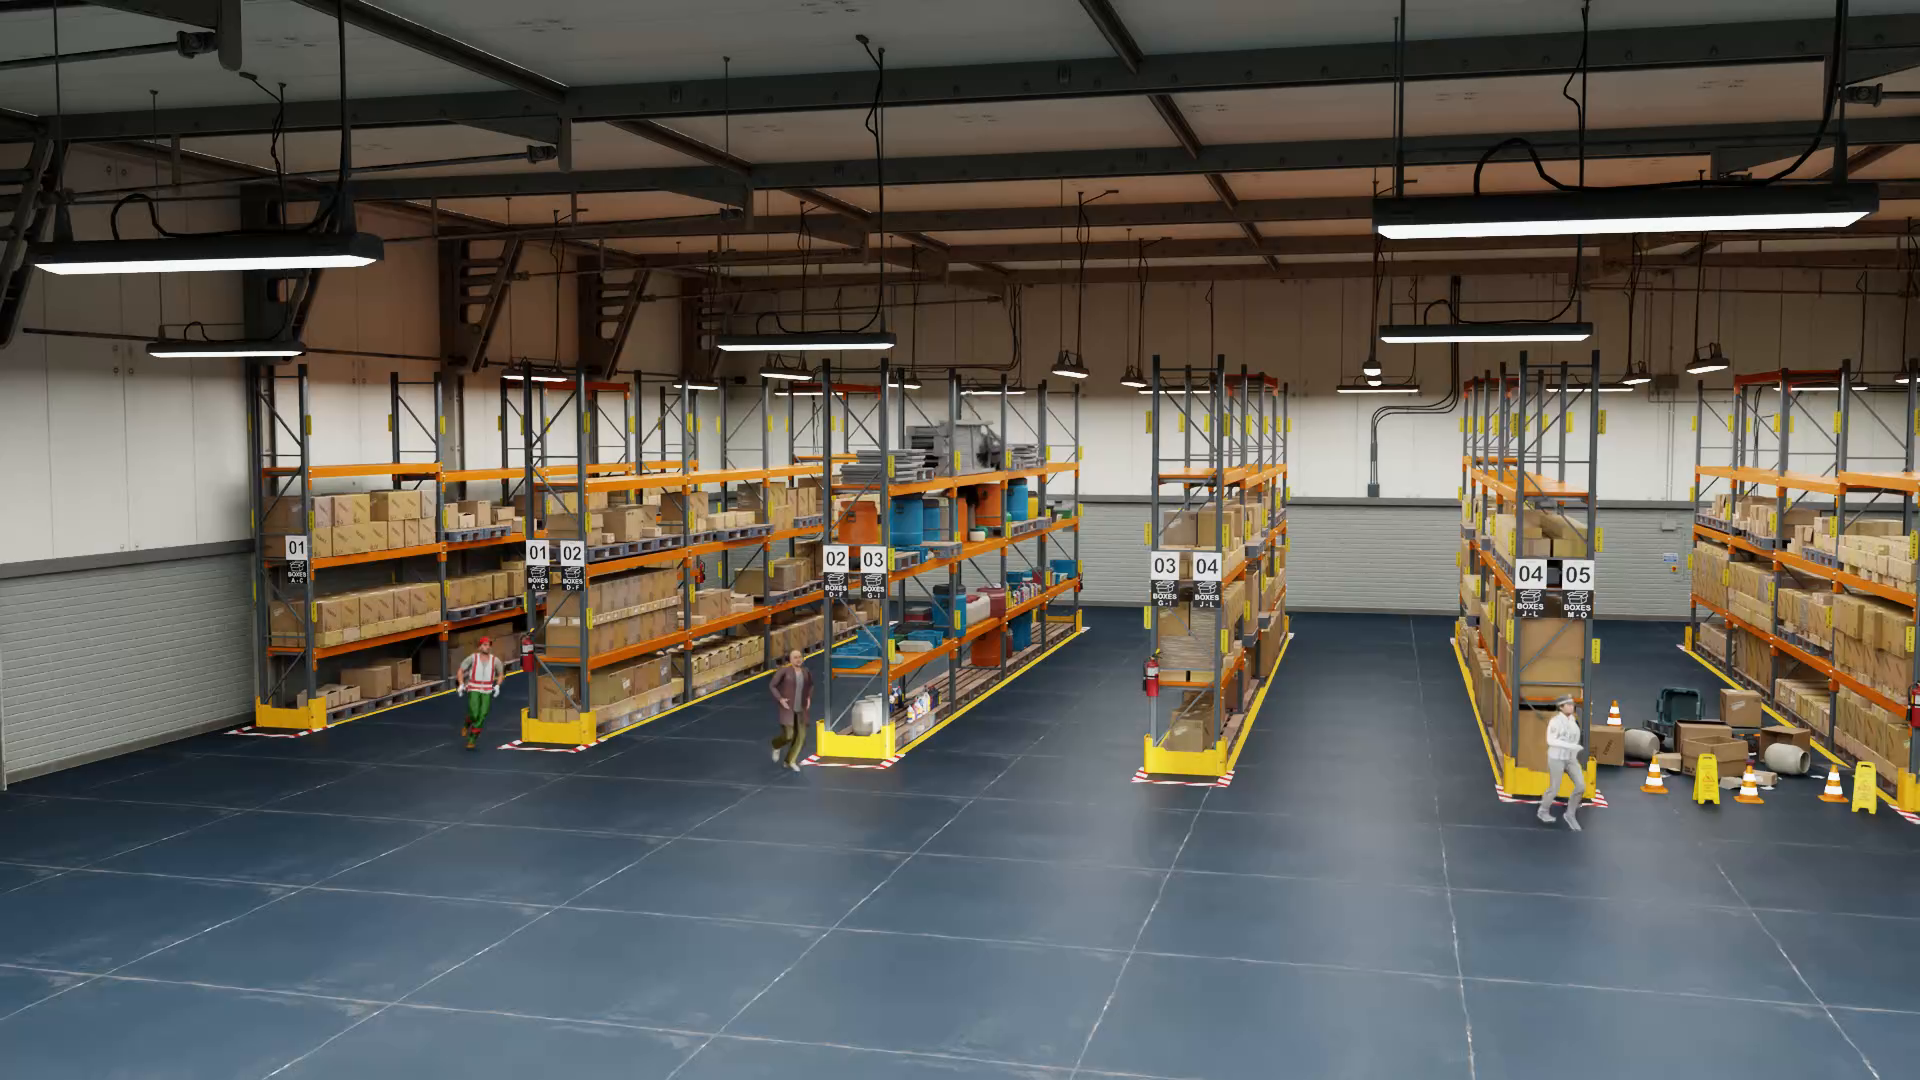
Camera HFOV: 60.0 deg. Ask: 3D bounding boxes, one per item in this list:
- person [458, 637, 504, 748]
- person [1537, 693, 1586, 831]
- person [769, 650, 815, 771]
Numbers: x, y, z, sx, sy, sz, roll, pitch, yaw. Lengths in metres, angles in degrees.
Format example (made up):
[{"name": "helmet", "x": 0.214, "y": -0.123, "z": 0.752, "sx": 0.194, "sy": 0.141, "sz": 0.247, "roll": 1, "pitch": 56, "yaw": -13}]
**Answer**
[{"name": "person", "x": -7.442, "y": 2.366, "z": 25.883, "sx": 0.712, "sy": 1.703, "sz": 0.555, "roll": -2, "pitch": 4, "yaw": -27}, {"name": "person", "x": 7.476, "y": 2.752, "z": 20.617, "sx": 0.599, "sy": 1.739, "sz": 0.718, "roll": -2, "pitch": 4, "yaw": -27}, {"name": "person", "x": -2.439, "y": 2.469, "z": 24.296, "sx": 0.734, "sy": 1.736, "sz": 0.651, "roll": -2, "pitch": 5, "yaw": -30}]
